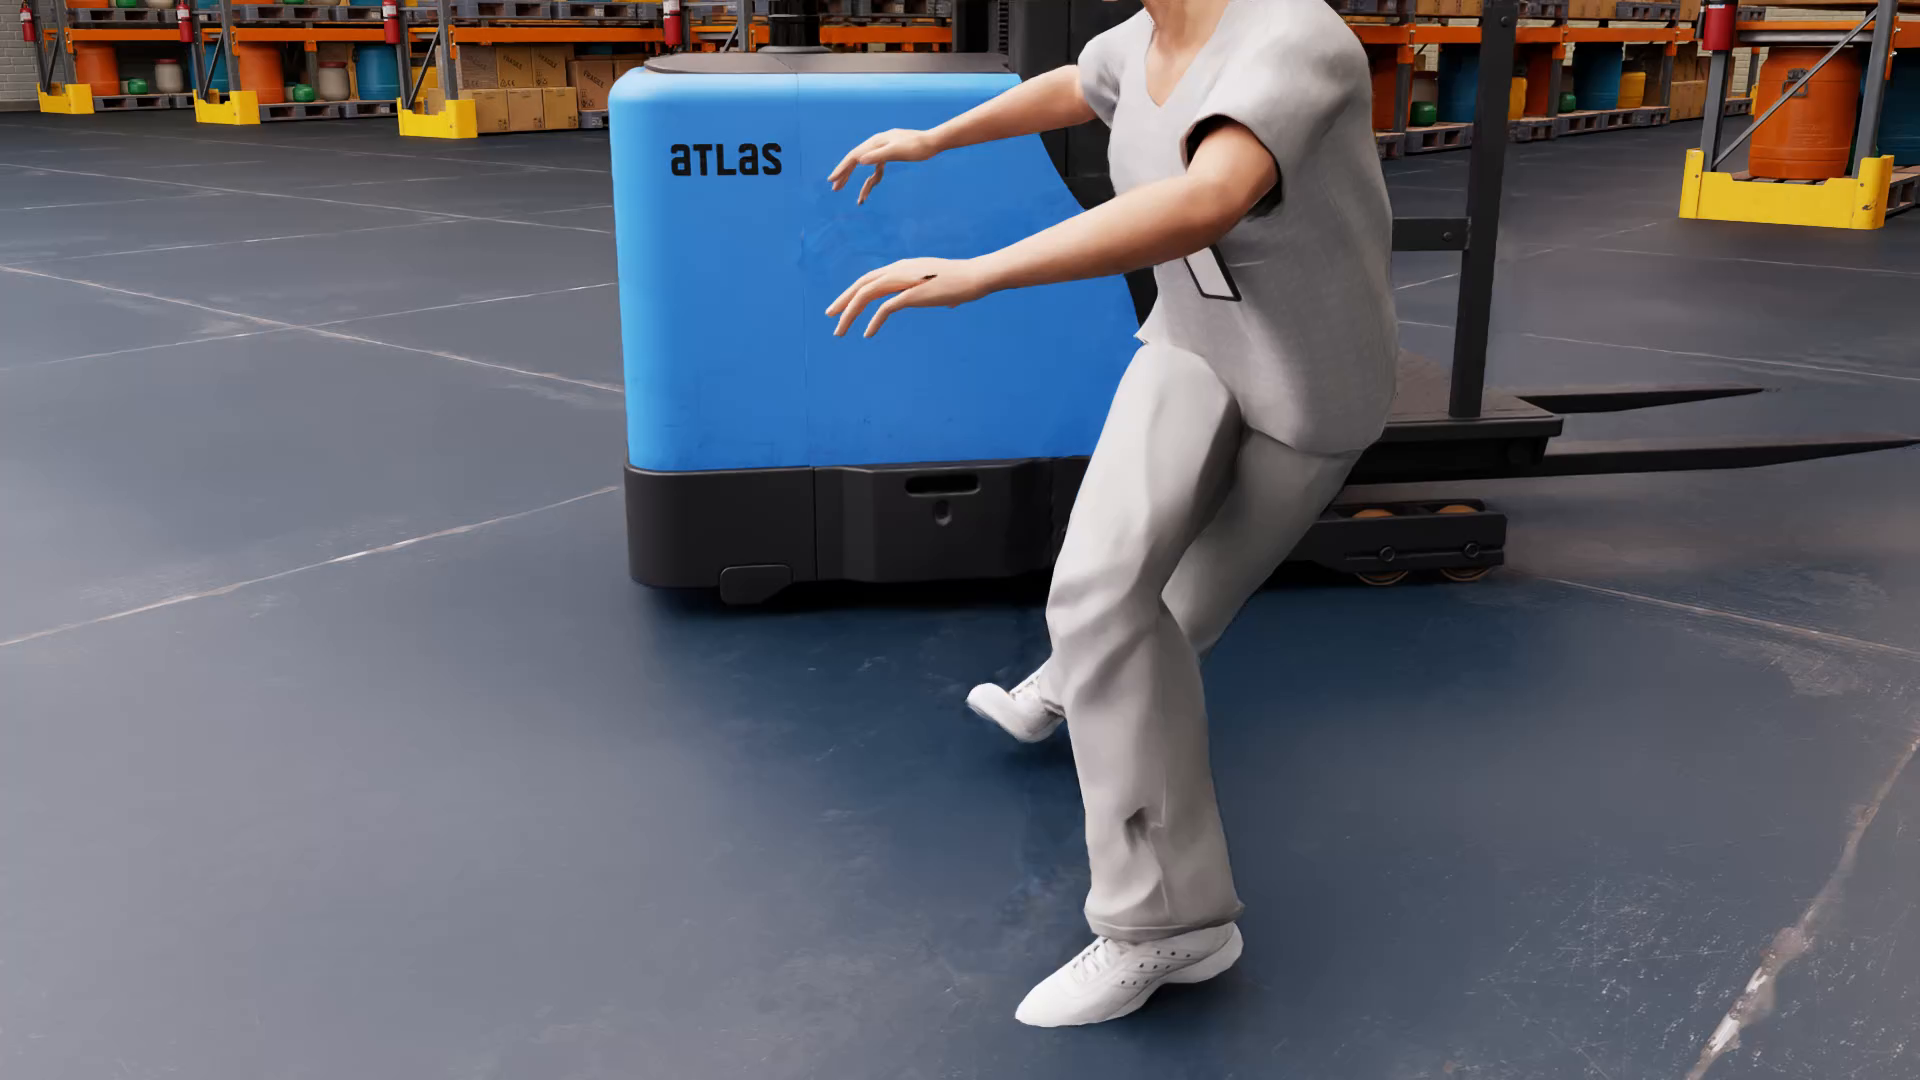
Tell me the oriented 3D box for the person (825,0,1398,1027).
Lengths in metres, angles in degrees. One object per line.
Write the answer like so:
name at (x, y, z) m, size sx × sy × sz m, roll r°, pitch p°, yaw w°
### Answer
person at (0.112, -0.145, 2.155) m, size 0.827 × 1.381 × 1.040 m, roll 14°, pitch 22°, yaw 38°

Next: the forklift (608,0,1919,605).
forklift at (0.743, -1.452, 3.678) m, size 3.031 × 2.935 × 1.130 m, roll -3°, pitch 17°, yaw -9°
